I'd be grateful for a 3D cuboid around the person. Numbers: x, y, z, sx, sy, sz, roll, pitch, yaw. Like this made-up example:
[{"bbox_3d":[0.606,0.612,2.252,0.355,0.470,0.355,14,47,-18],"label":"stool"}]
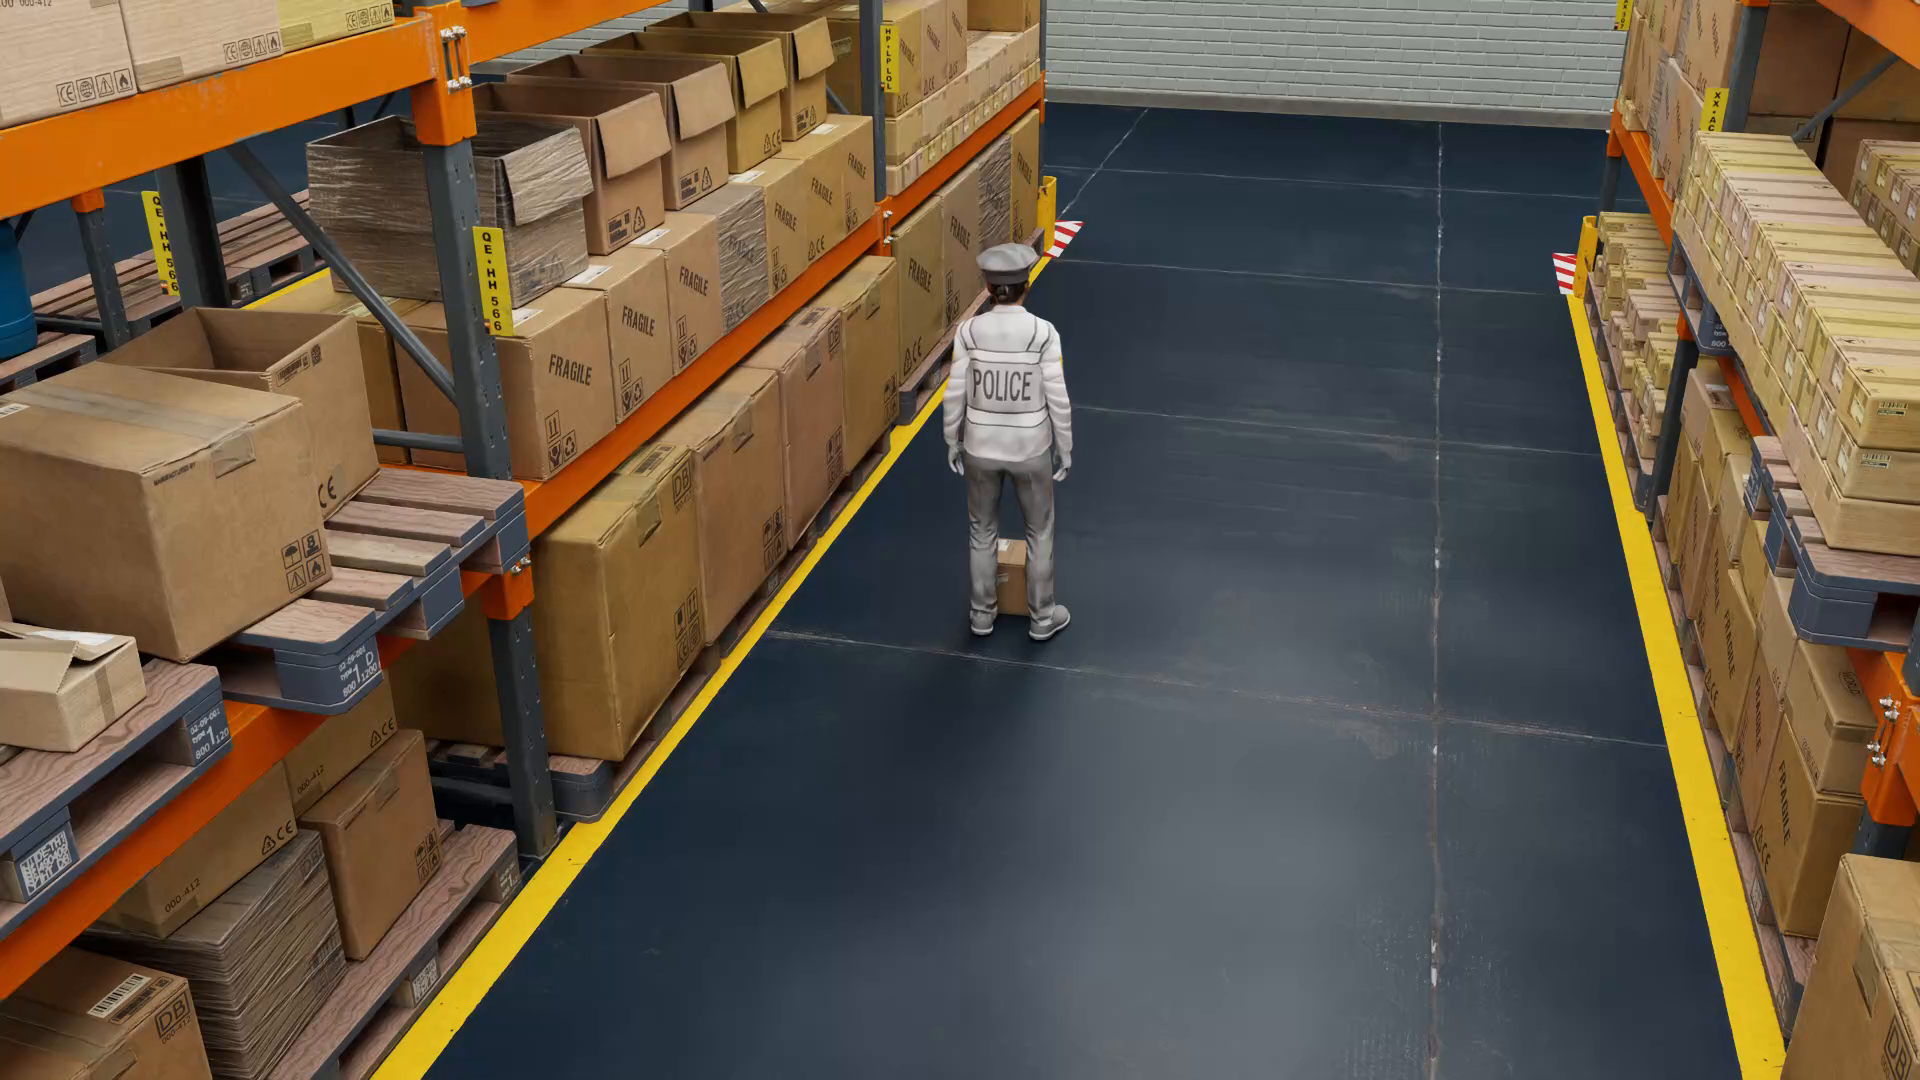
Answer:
[{"bbox_3d":[0.198,-0.372,6.887,0.539,1.663,0.377,5,26,11],"label":"person"}]
